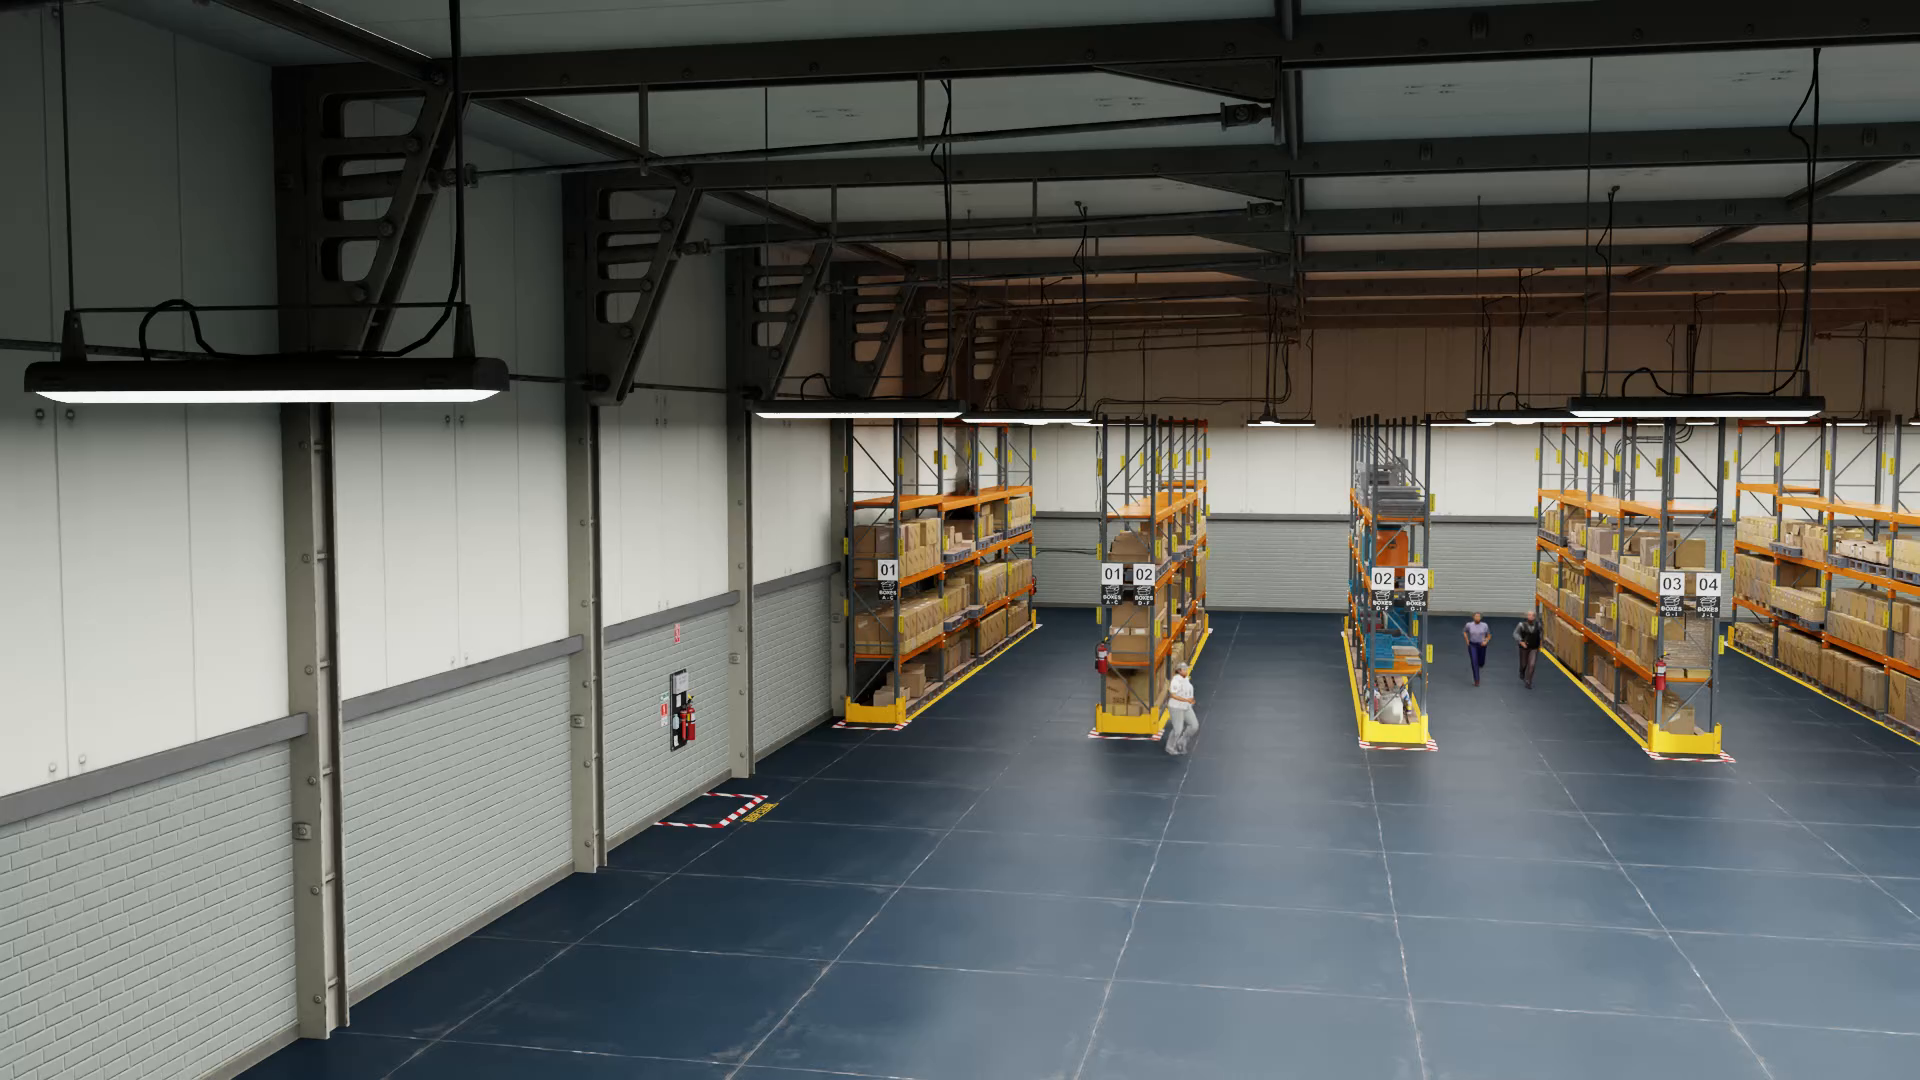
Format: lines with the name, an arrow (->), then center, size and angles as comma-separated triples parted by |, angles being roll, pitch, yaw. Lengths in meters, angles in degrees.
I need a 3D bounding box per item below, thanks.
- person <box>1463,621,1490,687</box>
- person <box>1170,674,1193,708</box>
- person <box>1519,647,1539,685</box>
person -> 11.648, 2.537, 37.475 | 0.555, 1.458, 1.029 | 0, 4, 3
person -> 3.873, 2.631, 29.135 | 0.393, 0.582, 0.596 | 4, 5, 44
person -> 12.603, 2.730, 37.046 | 0.304, 0.942, 0.704 | 1, 4, 8
